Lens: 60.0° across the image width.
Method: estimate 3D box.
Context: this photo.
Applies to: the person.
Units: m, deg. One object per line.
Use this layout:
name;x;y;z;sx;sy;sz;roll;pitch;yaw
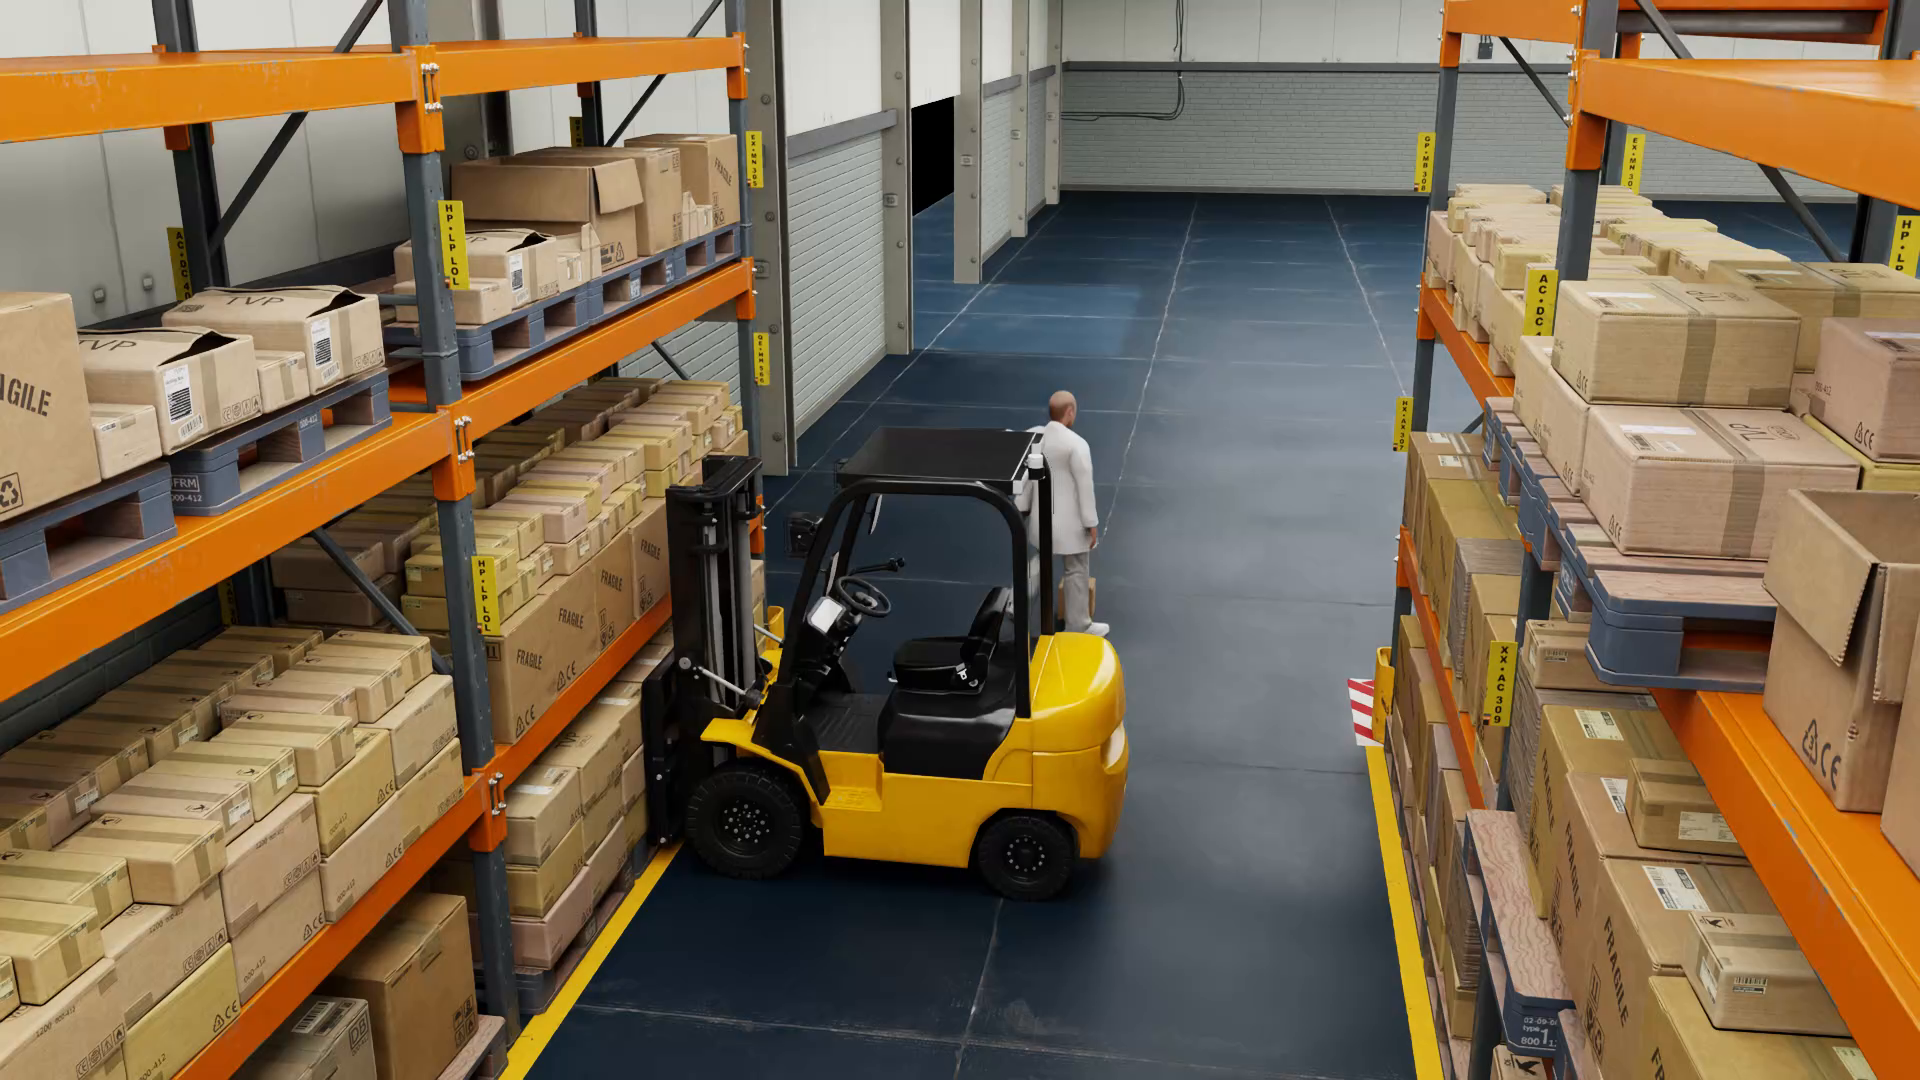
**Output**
person;0.682;-0.157;11.506;0.677;1.775;0.632;14;23;38
